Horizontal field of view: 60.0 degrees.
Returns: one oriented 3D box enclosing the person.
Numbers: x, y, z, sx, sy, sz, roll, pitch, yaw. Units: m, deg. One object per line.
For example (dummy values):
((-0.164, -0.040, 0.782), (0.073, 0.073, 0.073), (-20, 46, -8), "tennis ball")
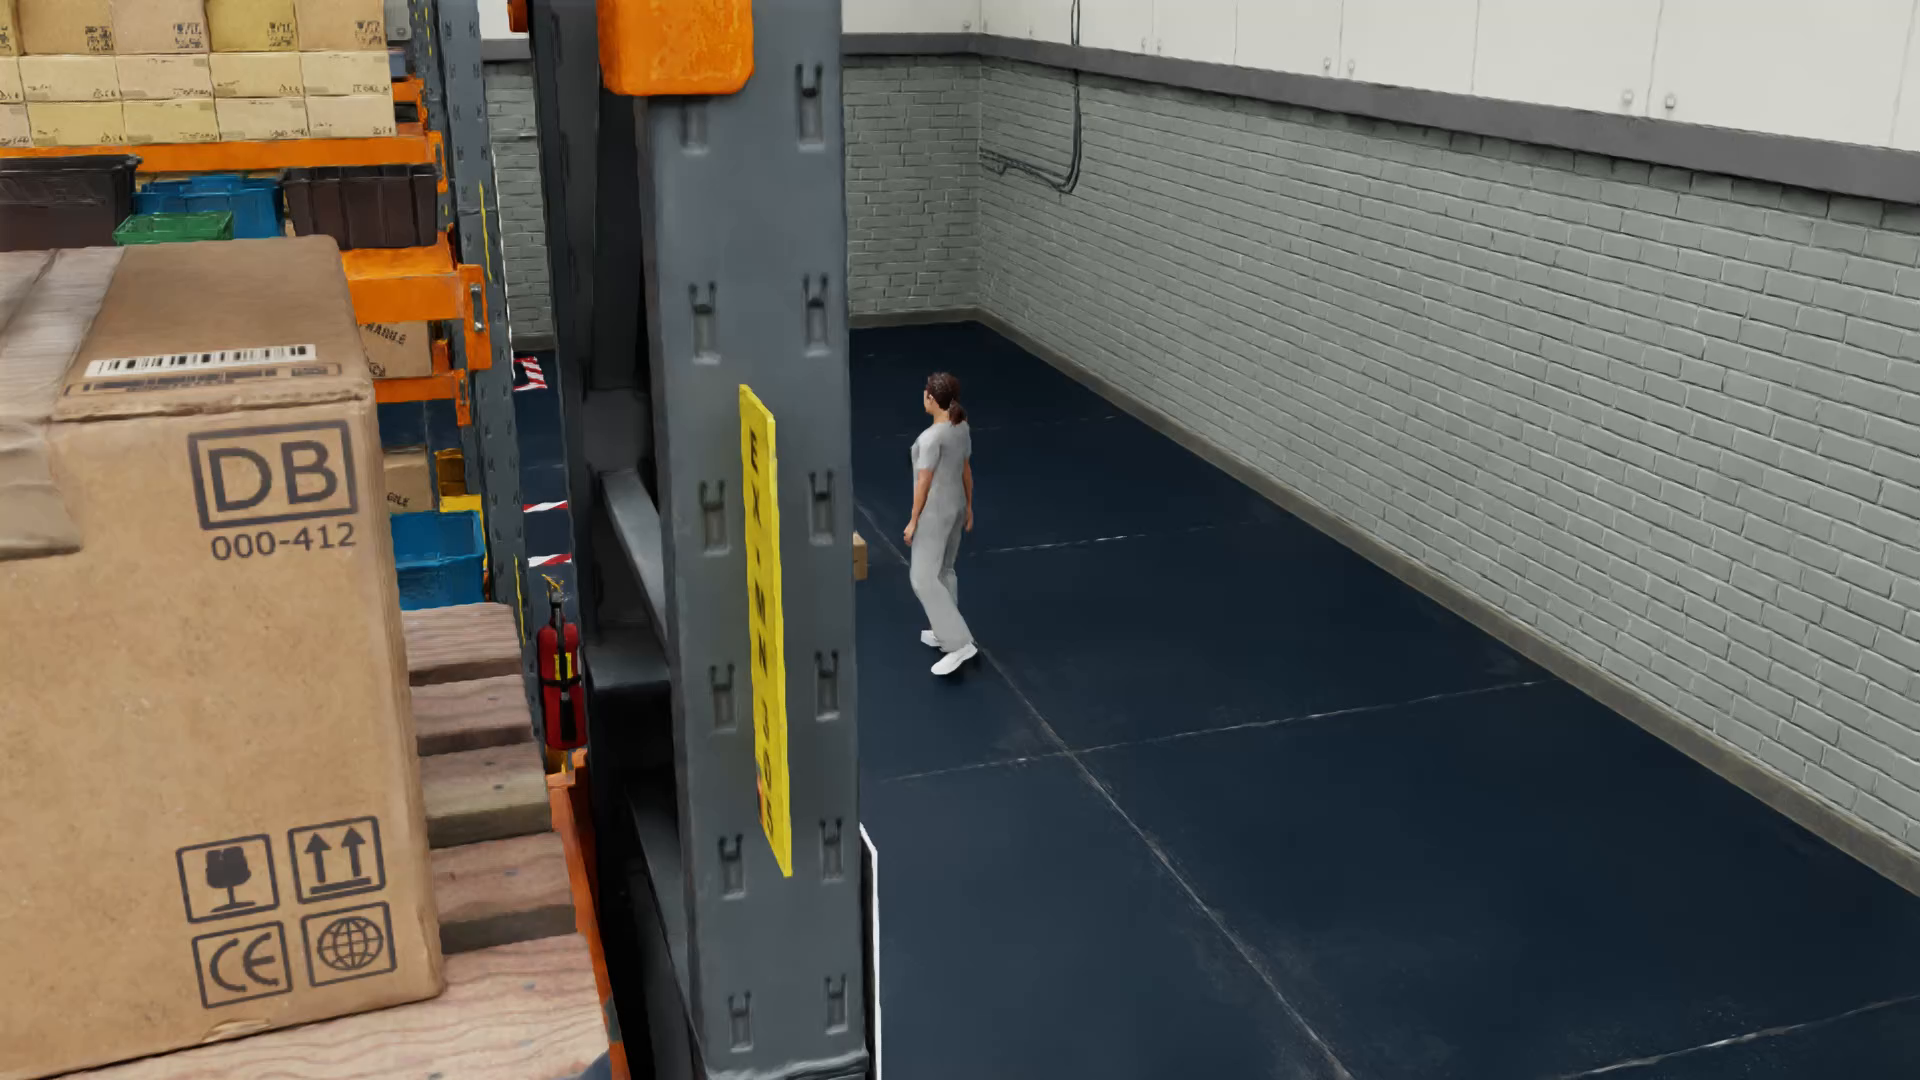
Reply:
((-0.085, 0.018, 9.414), (0.502, 1.407, 0.650), (9, 21, 24), "person")
